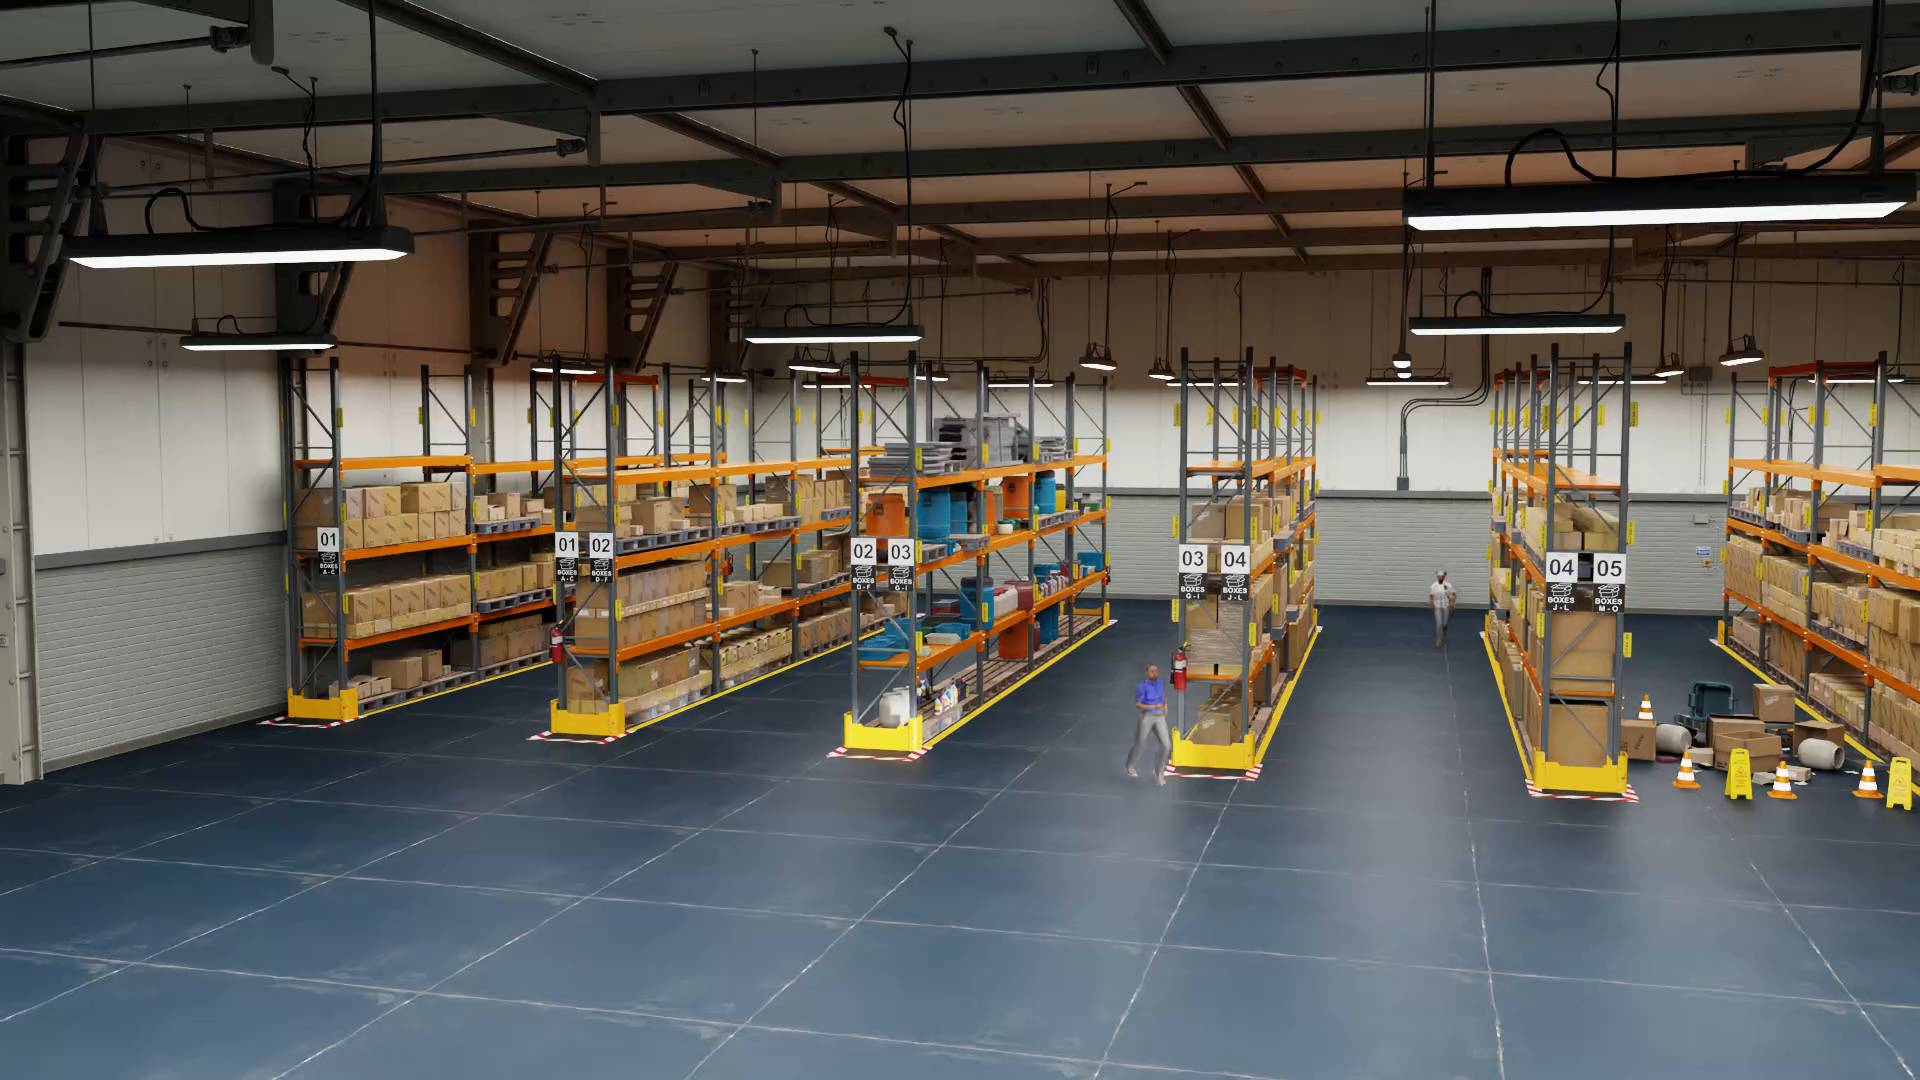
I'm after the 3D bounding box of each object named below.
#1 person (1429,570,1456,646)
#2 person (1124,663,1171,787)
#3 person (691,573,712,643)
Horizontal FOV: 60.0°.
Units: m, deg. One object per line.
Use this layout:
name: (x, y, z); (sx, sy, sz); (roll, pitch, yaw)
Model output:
person: (10.658, 1.486, 36.750); (0.580, 1.682, 0.632); (2, 5, 22)
person: (2.616, 2.514, 22.781); (0.583, 1.694, 0.879); (-2, 5, -24)
person: (-5.429, 1.540, 35.087); (0.645, 1.734, 0.904); (1, 4, 16)
